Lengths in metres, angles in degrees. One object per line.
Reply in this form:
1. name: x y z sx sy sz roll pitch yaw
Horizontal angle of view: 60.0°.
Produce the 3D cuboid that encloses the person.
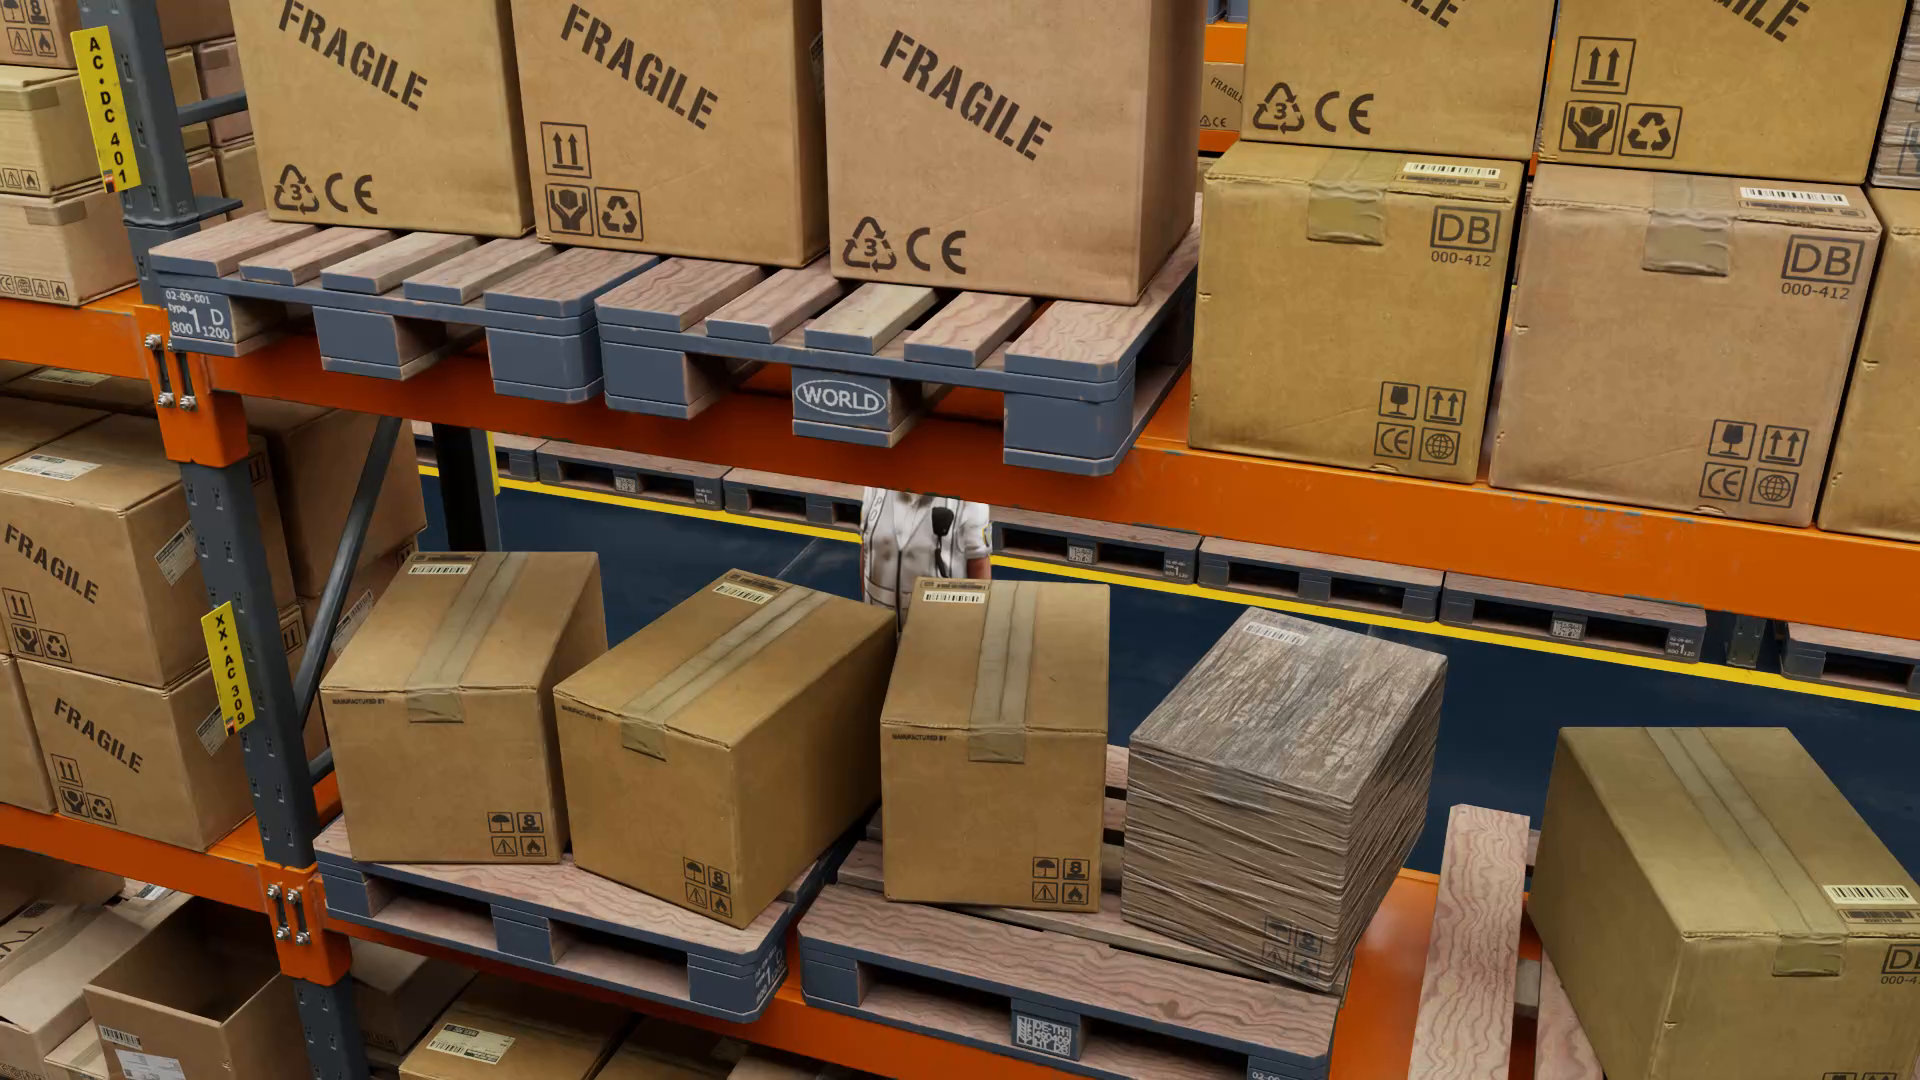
1. person: -0.151 0.329 6.410 0.542 1.771 0.416 9 27 18
